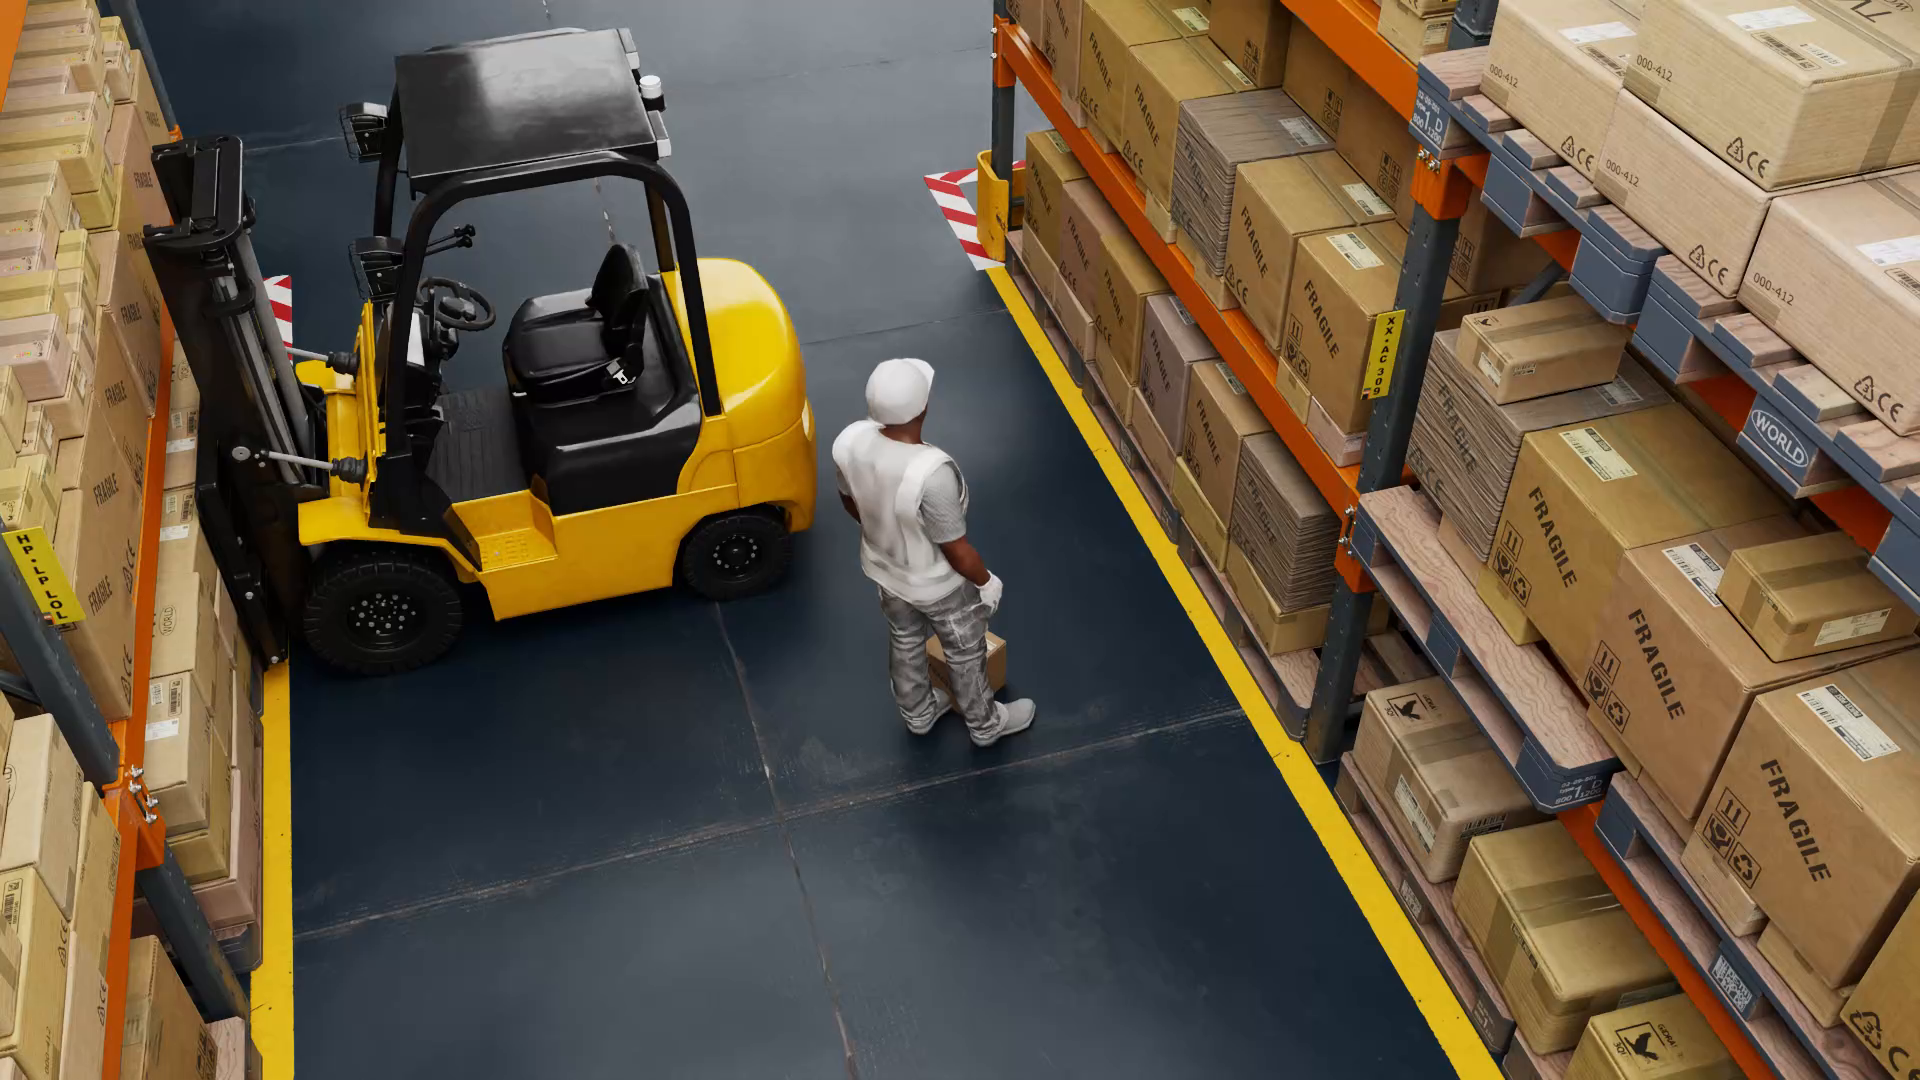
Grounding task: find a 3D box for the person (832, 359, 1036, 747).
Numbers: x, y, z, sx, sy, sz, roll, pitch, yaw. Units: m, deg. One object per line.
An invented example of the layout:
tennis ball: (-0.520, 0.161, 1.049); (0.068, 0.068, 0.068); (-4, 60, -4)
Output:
person: (-0.093, 0.047, 6.078); (0.656, 1.782, 0.577); (30, 50, 29)
